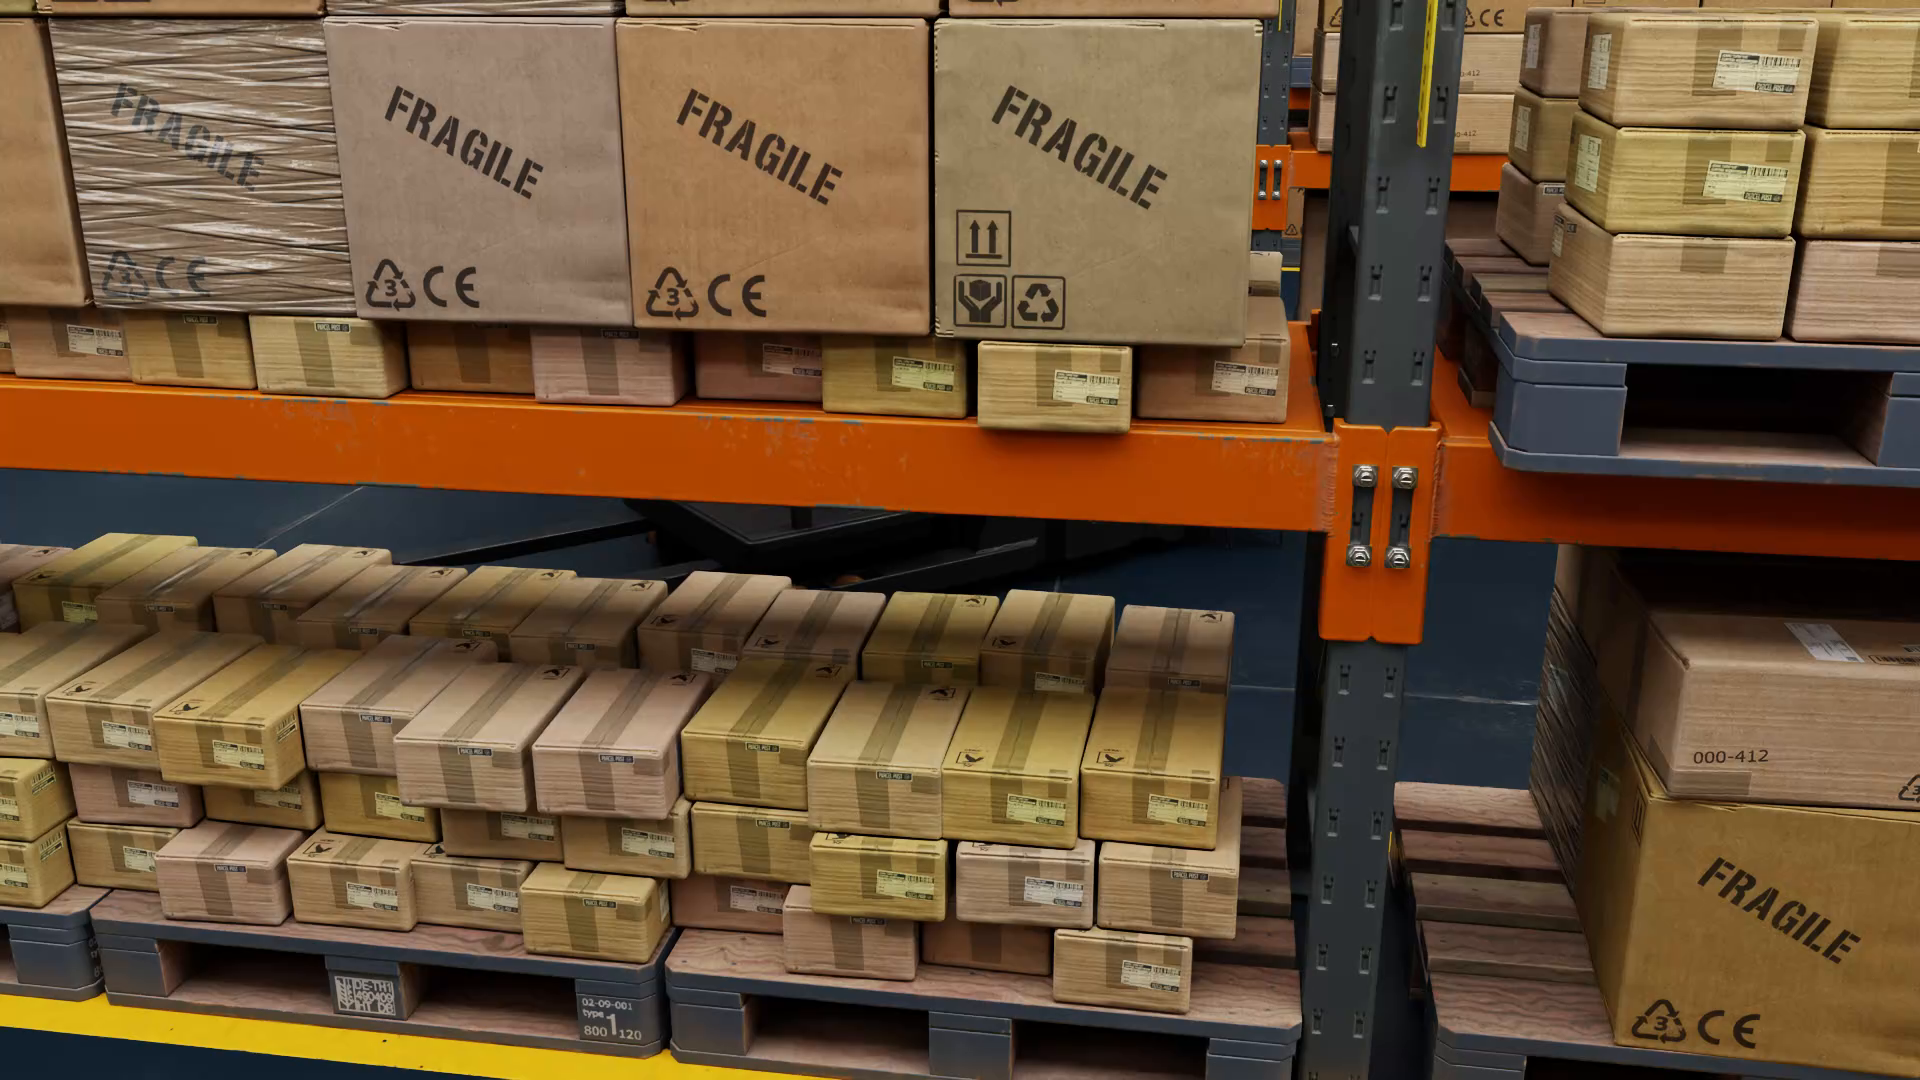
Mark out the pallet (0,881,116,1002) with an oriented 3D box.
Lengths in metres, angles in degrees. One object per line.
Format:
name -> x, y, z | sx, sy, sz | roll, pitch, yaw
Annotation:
pallet -> -2.310, 0.671, 3.965 | 1.213, 0.211, 1.003 | 3, 19, 9

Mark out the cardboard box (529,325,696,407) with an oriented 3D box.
cardboard box -> -0.601, -0.364, 3.058 | 0.250, 0.149, 0.380 | 2, 19, 6

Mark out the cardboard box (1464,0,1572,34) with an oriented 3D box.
cardboard box -> 2.349, -2.454, 7.177 | 0.500, 0.500, 0.500 | 3, 19, 8

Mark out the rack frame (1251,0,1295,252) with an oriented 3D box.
rack frame -> 1.454, -2.062, 7.737 | 0.127, 3.000, 1.000 | 3, 19, 9

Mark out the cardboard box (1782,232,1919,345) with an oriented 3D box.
cardboard box -> 1.359, -0.410, 2.534 | 0.250, 0.149, 0.380 | 3, 19, 10

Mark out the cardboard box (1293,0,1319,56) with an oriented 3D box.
cardboard box -> 2.679, -3.769, 12.021 | 0.500, 0.500, 0.700 | 3, 19, 10

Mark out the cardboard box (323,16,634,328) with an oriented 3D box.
cardboard box -> -0.758, -0.682, 2.988 | 0.500, 0.500, 0.500 | 3, 19, 8

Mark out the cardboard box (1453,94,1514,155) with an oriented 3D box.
cardboard box -> 2.357, -1.860, 7.371 | 0.500, 0.250, 0.500 | 2, 19, 7

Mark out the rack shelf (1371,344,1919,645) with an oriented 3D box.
rack shelf -> 2.743, -0.064, 2.900 | 4.000, 0.370, 1.077 | 3, 19, 9

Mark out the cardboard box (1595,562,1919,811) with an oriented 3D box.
cardboard box -> 1.456, 0.245, 2.940 | 0.500, 0.250, 0.500 | 2, 19, 6

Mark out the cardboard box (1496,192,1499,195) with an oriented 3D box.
cardboard box -> 2.972, -1.204, 7.861 | 0.875, 0.875, 0.875 | 3, 19, 10

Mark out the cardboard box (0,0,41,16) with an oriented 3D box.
cardboard box -> -1.771, -1.207, 2.982 | 0.500, 0.500, 0.500 | 2, 19, 7

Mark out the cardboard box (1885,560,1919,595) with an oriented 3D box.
cardboard box -> 2.049, 0.113, 3.333 | 0.500, 0.250, 0.500 | 4, 19, 11

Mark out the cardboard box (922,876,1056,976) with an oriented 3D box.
cardboard box -> 0.084, 0.695, 3.330 | 0.250, 0.149, 0.380 | 3, 19, 10

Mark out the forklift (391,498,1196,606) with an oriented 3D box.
forklift -> -0.560, -1.264, 5.461 | 3.031, 2.935, 1.130 | -12, 22, -32

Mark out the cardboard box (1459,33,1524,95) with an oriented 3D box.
cardboard box -> 2.363, -2.100, 7.299 | 0.500, 0.250, 0.500 | 3, 19, 10

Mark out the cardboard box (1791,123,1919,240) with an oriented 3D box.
cardboard box -> 1.340, -0.550, 2.486 | 0.250, 0.149, 0.380 | 3, 19, 8

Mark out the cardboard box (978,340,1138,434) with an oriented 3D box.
cardboard box -> 0.177, -0.306, 2.887 | 0.250, 0.149, 0.380 | 2, 19, 7

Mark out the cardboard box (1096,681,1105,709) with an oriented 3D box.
cardboard box -> 0.197, 0.403, 3.734 | 0.250, 0.149, 0.380 | 3, 19, 9

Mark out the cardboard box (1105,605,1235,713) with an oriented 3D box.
cardboard box -> 0.461, 0.283, 3.624 | 0.250, 0.149, 0.380 | 4, 19, 11

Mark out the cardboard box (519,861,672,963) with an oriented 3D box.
cardboard box -> -0.695, 0.682, 3.368 | 0.250, 0.149, 0.380 | 3, 19, 9

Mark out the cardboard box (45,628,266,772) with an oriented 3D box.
cardboard box -> -1.668, 0.329, 3.486 | 0.250, 0.149, 0.380 | 4, 19, 11

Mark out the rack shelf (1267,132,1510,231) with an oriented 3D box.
rack shelf -> 3.428, -1.620, 7.550 | 4.000, 0.370, 1.077 | 3, 19, 9

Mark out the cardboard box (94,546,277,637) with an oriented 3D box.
cardboard box -> -1.858, 0.148, 4.028 | 0.250, 0.149, 0.380 | 2, 19, 6

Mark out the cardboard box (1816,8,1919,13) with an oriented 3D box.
cardboard box -> 1.716, -0.882, 3.008 | 0.250, 0.149, 0.380 | 2, 19, 7

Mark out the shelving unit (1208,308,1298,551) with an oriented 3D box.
shelving unit -> 1.081, -0.430, 6.171 | 0.210, 0.900, 0.258 | -4, 19, -11

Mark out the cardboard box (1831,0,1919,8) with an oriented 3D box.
cardboard box -> 3.854, -2.376, 6.944 | 0.500, 0.500, 0.500 | 3, 19, 9

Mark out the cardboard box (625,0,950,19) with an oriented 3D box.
cardboard box -> -0.250, -1.132, 2.756 | 0.500, 0.500, 0.500 | 2, 19, 7

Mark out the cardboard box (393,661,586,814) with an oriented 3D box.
cardboard box -> -0.924, 0.386, 3.316 | 0.250, 0.149, 0.380 | 2, 19, 7

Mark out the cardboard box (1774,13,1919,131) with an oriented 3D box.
cardboard box -> 1.361, -0.692, 2.440 | 0.250, 0.149, 0.380 | 3, 19, 10

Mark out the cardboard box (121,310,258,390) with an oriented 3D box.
cardboard box -> -1.365, -0.406, 3.186 | 0.250, 0.149, 0.380 | 4, 19, 11

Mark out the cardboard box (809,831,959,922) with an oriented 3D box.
cardboard box -> -0.130, 0.572, 3.228 | 0.250, 0.149, 0.380 | 2, 19, 7

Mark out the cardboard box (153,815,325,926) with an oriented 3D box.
cardboard box -> -1.463, 0.640, 3.493 | 0.250, 0.149, 0.380 | 2, 19, 6

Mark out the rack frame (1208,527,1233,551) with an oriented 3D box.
rack frame -> 0.981, -0.423, 6.151 | 0.006, 0.900, 0.240 | -4, 19, -11

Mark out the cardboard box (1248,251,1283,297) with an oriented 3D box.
cardboard box -> 0.540, -0.503, 3.476 | 0.250, 0.149, 0.380 | 4, 19, 11

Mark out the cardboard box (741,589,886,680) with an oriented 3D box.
cardboard box -> -0.320, 0.247, 3.731 | 0.250, 0.149, 0.380 | 2, 19, 7

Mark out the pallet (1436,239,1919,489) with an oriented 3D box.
pallet -> 1.500, -0.331, 2.866 | 1.213, 0.211, 1.003 | 3, 19, 9

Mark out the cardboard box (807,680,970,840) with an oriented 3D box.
cardboard box -> -0.130, 0.418, 3.220 | 0.250, 0.149, 0.380 | 3, 19, 8

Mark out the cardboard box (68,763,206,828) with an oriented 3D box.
cardboard box -> -1.674, 0.458, 3.569 | 0.250, 0.149, 0.380 | 2, 19, 6

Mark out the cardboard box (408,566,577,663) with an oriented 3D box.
cardboard box -> -1.078, 0.196, 3.883 | 0.250, 0.149, 0.380 | 3, 19, 9

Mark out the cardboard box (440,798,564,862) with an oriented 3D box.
cardboard box -> -0.878, 0.502, 3.437 | 0.250, 0.149, 0.380 | 2, 19, 6
